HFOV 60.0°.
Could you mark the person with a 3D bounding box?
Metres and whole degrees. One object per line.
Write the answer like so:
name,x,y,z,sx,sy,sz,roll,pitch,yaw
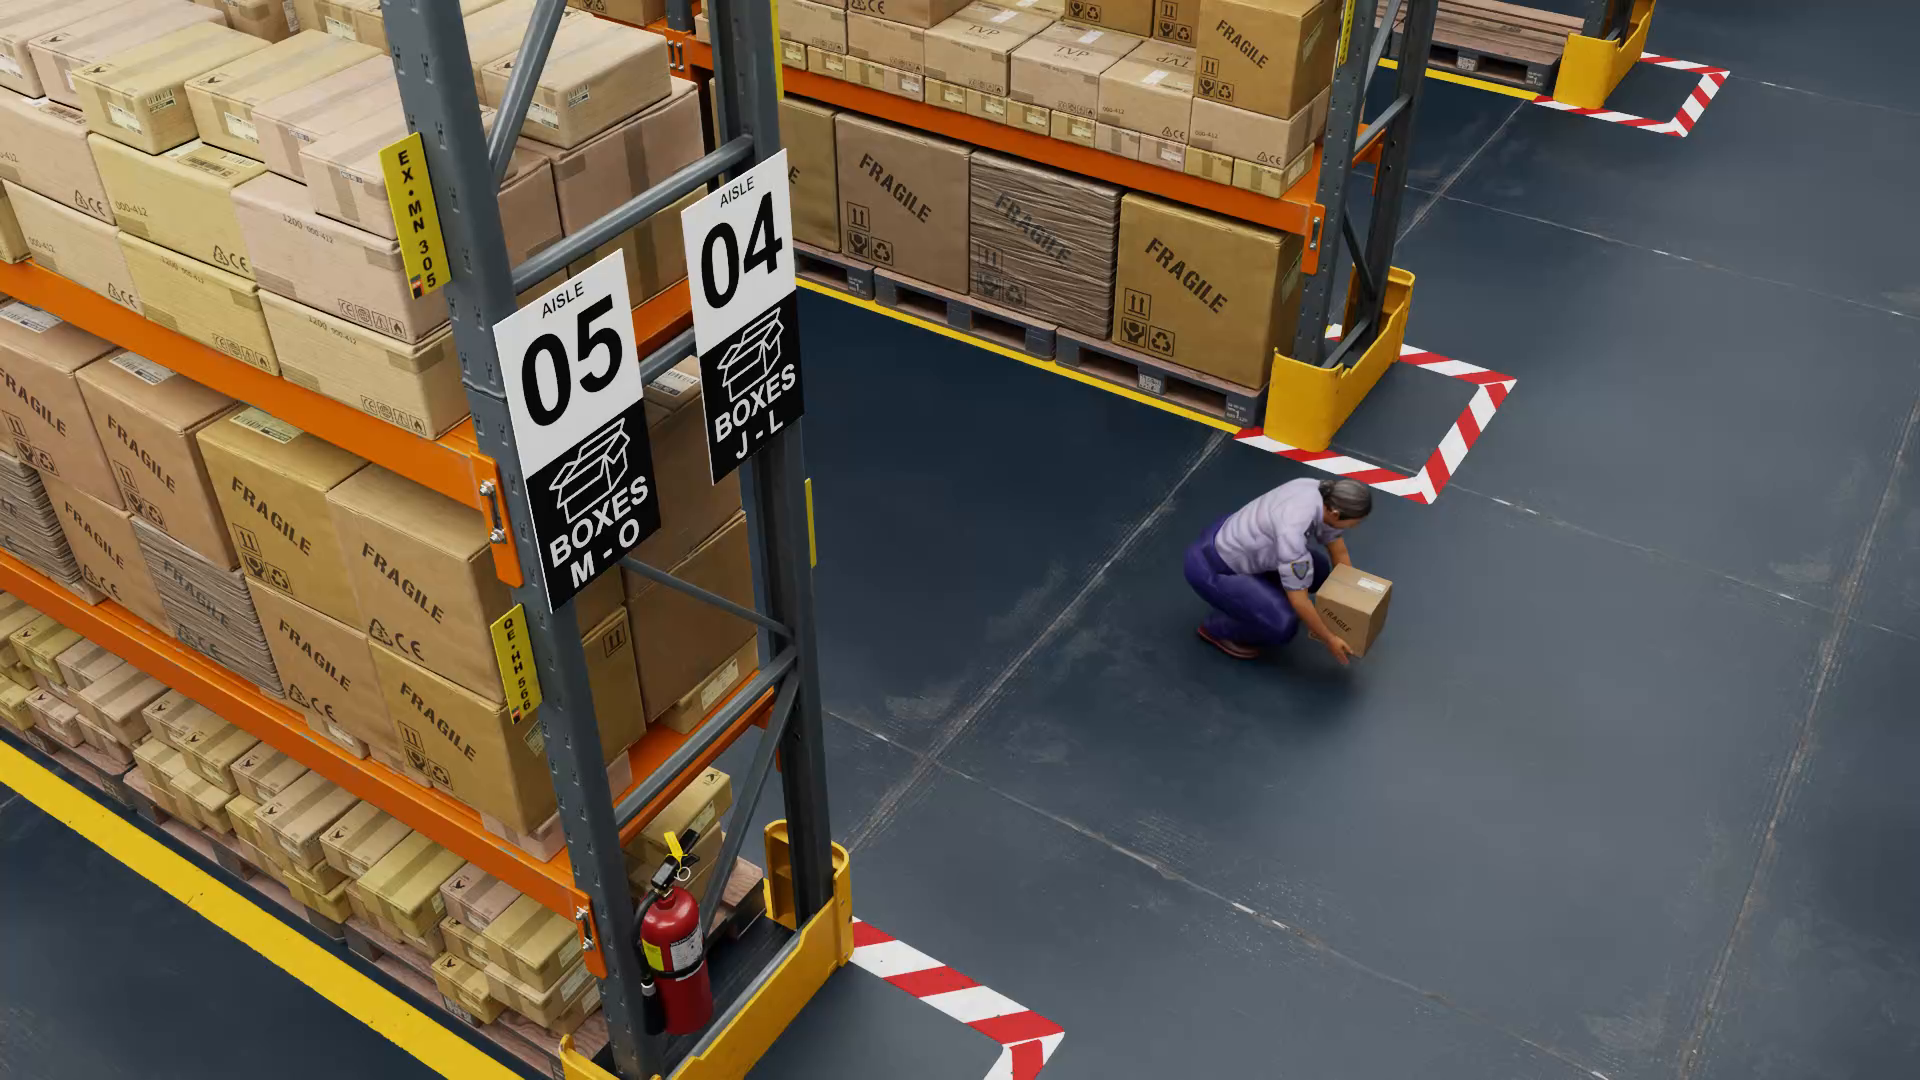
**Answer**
person,1.394,0.076,7.172,0.846,0.943,0.507,21,43,24
